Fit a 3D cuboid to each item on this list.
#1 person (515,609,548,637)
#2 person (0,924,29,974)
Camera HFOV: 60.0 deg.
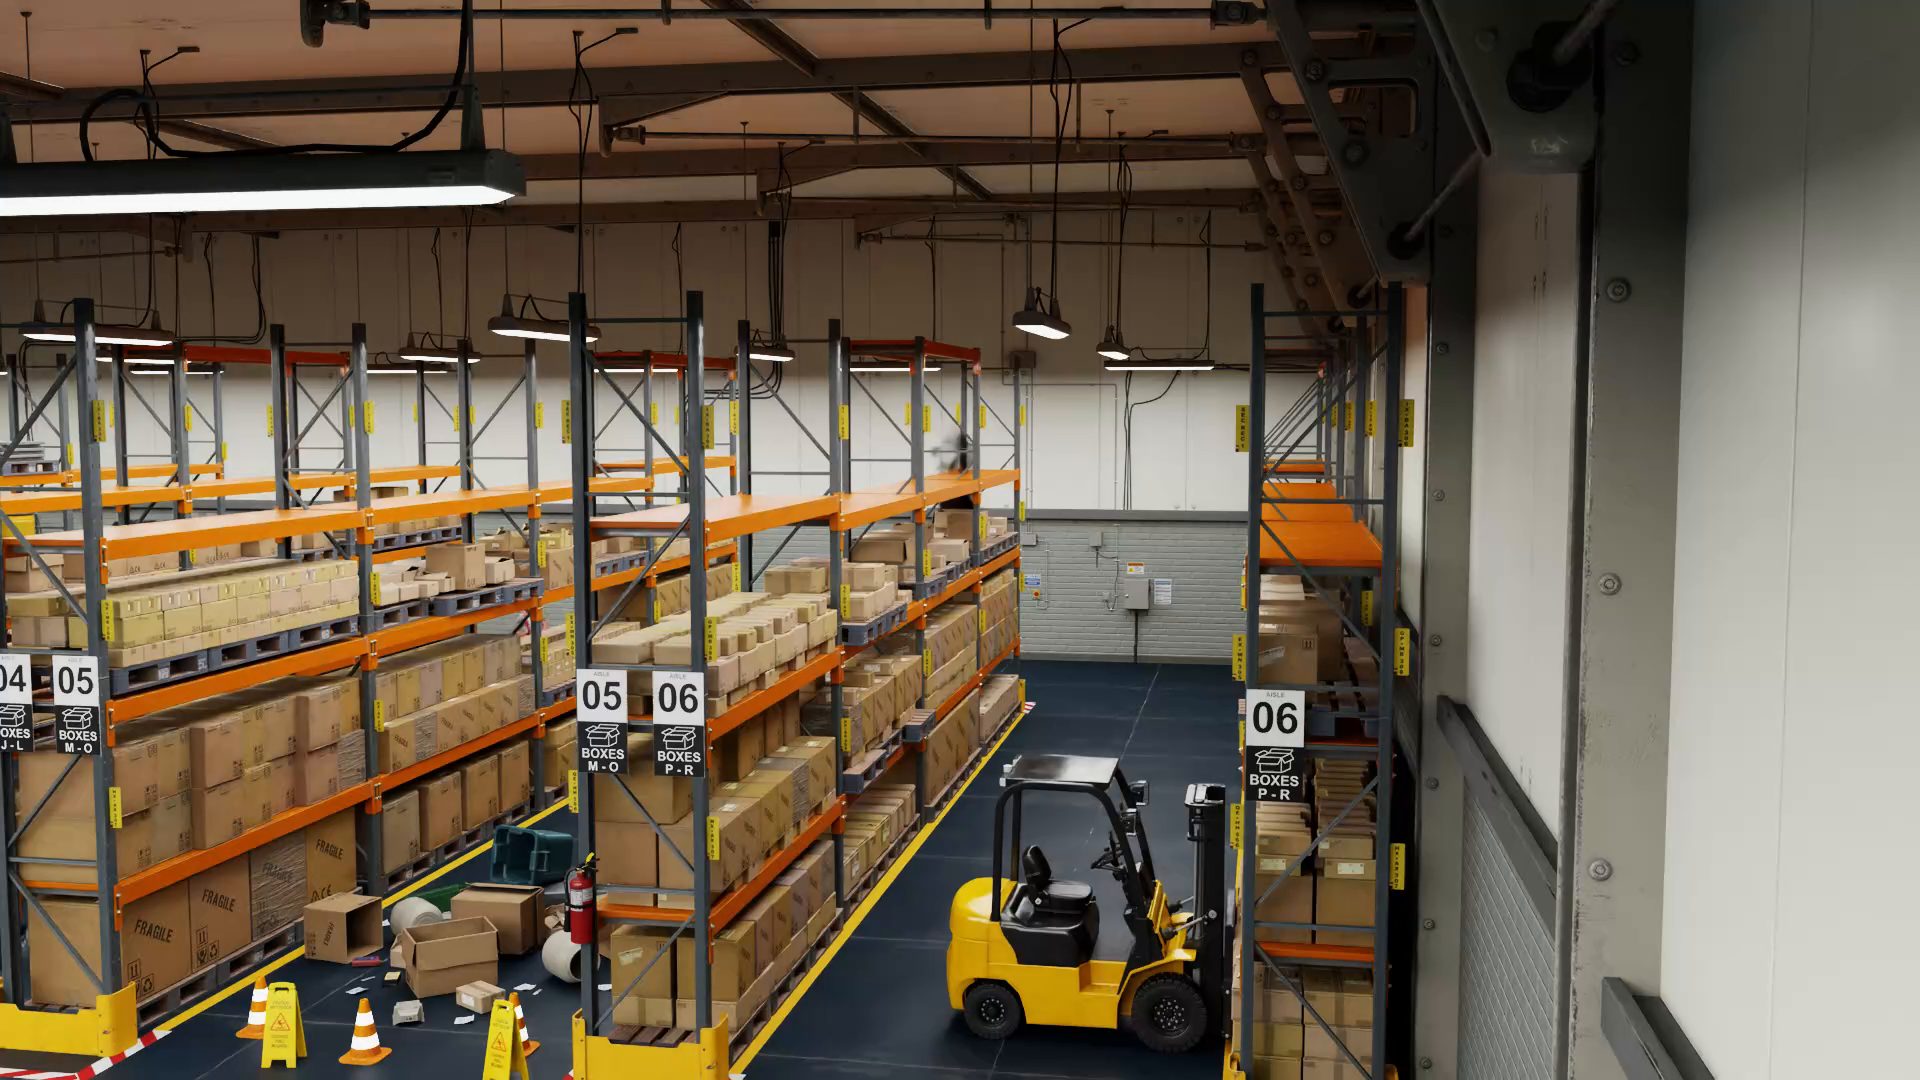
[{"bbox_3d":[-7.708,1.870,30.275,0.720,1.704,0.511,-4,6,-40],"label":"person"},{"bbox_3d":[-8.625,3.166,14.968,0.557,1.573,0.767,0,5,3],"label":"person"}]
